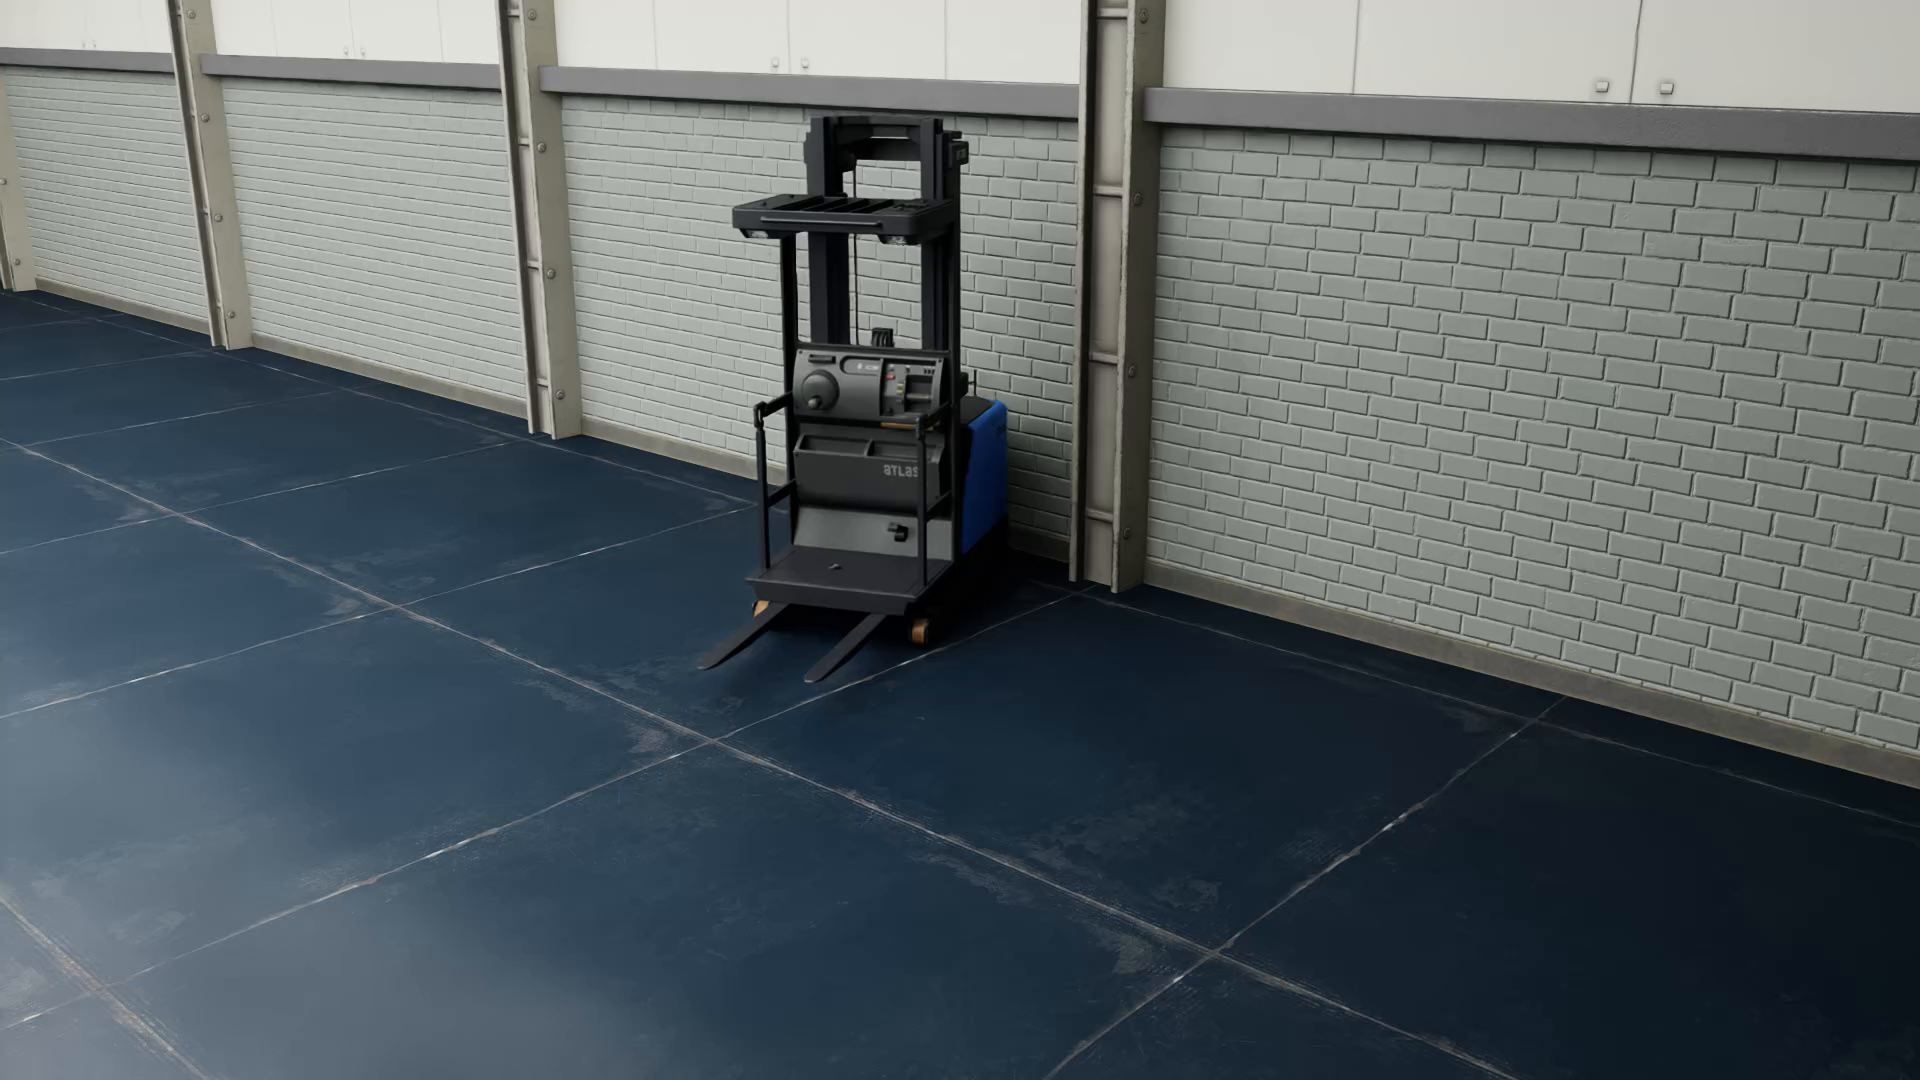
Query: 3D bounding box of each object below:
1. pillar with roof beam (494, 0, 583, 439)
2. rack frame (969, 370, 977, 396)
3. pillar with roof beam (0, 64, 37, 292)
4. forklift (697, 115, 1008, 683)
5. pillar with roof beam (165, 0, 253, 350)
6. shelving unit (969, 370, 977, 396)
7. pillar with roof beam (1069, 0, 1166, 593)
[{"bbox_3d":[-6.392,-4.256,10.145,0.400,9.000,9.100,15,23,39],"label":"pillar with roof beam"},{"bbox_3d":[0.016,-0.559,11.367,0.006,1.200,0.240,17,23,41],"label":"rack frame"},{"bbox_3d":[-15.368,-6.665,17.737,0.400,9.000,9.100,15,23,39],"label":"pillar with roof beam"},{"bbox_3d":[-0.608,-0.918,9.659,1.130,2.935,3.031,5,18,17],"label":"forklift"},{"bbox_3d":[-10.880,-5.460,13.941,0.400,9.000,9.100,15,23,39],"label":"pillar with roof beam"},{"bbox_3d":[-0.050,-0.578,11.428,0.189,1.200,0.258,17,23,41],"label":"shelving unit"},{"bbox_3d":[-1.905,-3.051,6.349,0.400,9.000,9.100,15,23,39],"label":"pillar with roof beam"}]
